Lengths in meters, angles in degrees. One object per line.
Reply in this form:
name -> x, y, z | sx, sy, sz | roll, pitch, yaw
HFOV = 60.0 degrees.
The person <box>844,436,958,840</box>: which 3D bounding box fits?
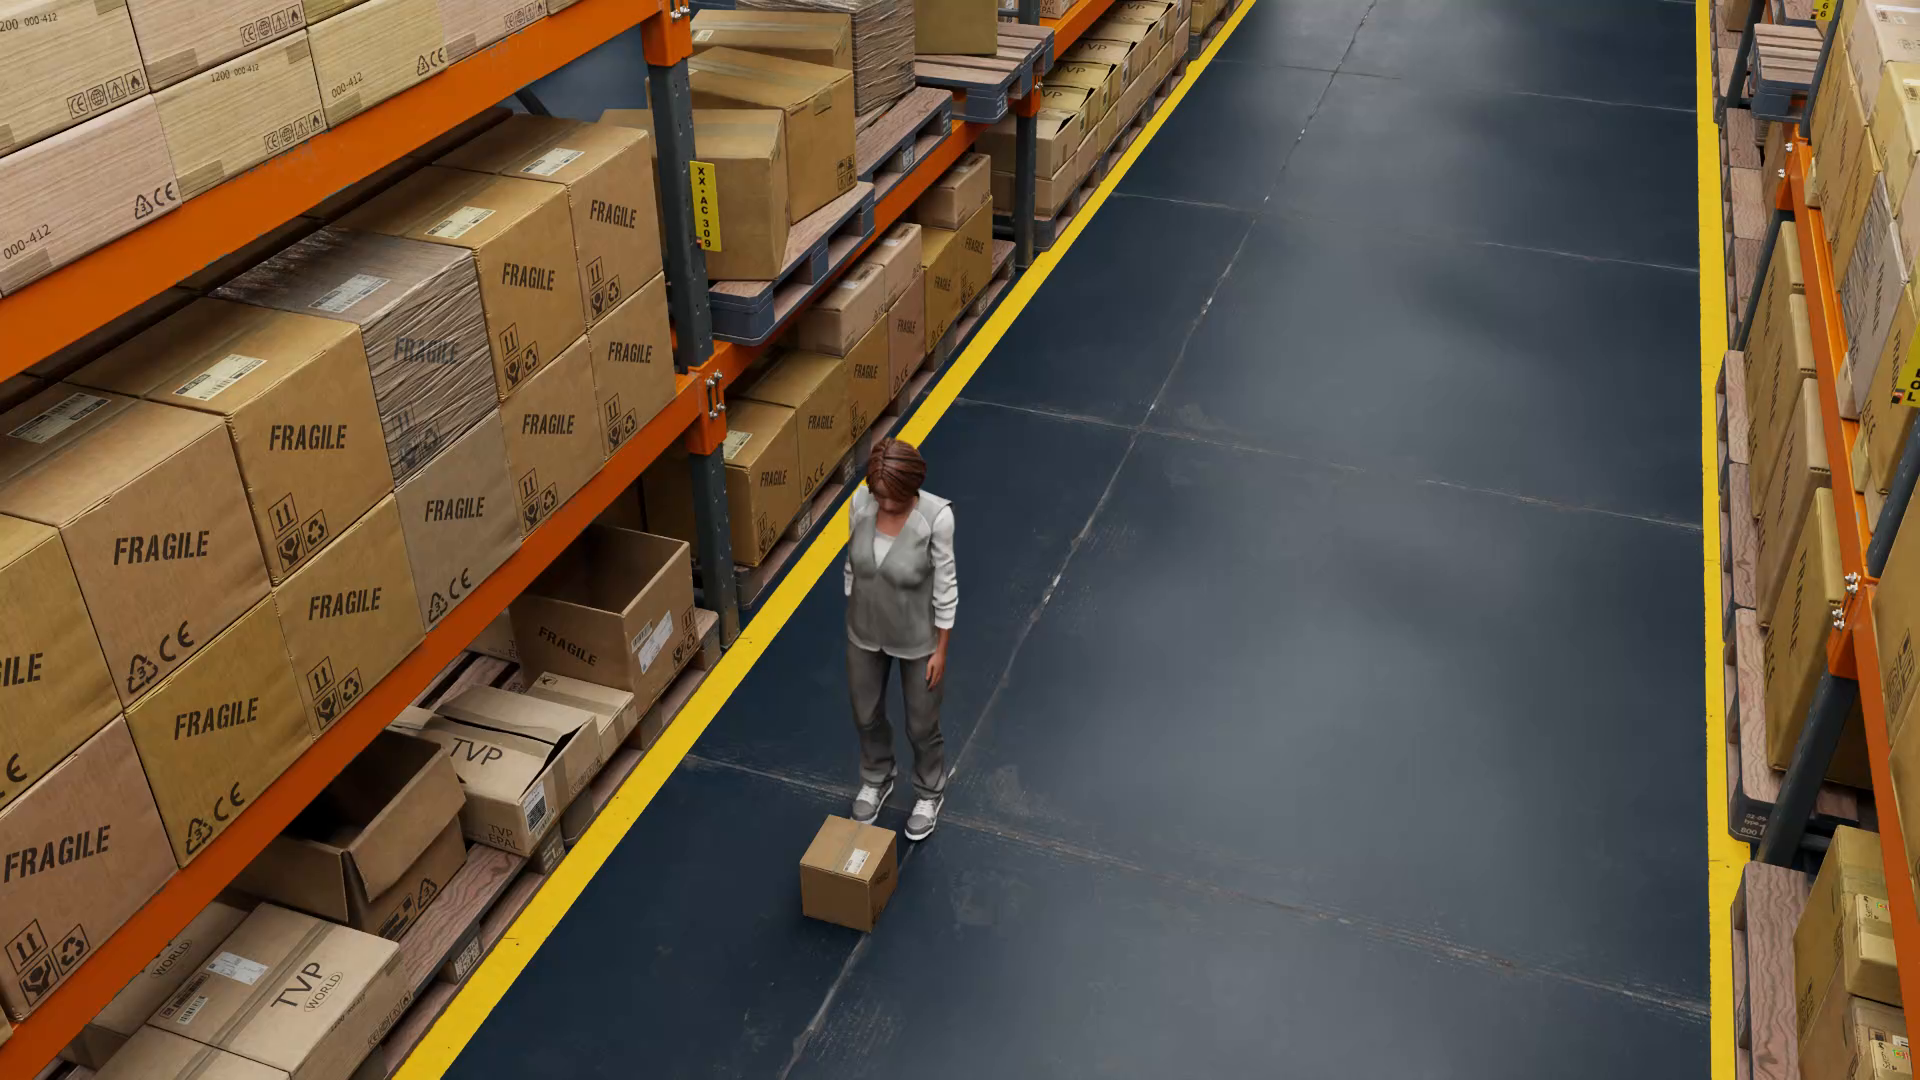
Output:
person -> -0.195, 0.337, 5.656 | 0.409, 1.591, 0.304 | 12, 36, 17
